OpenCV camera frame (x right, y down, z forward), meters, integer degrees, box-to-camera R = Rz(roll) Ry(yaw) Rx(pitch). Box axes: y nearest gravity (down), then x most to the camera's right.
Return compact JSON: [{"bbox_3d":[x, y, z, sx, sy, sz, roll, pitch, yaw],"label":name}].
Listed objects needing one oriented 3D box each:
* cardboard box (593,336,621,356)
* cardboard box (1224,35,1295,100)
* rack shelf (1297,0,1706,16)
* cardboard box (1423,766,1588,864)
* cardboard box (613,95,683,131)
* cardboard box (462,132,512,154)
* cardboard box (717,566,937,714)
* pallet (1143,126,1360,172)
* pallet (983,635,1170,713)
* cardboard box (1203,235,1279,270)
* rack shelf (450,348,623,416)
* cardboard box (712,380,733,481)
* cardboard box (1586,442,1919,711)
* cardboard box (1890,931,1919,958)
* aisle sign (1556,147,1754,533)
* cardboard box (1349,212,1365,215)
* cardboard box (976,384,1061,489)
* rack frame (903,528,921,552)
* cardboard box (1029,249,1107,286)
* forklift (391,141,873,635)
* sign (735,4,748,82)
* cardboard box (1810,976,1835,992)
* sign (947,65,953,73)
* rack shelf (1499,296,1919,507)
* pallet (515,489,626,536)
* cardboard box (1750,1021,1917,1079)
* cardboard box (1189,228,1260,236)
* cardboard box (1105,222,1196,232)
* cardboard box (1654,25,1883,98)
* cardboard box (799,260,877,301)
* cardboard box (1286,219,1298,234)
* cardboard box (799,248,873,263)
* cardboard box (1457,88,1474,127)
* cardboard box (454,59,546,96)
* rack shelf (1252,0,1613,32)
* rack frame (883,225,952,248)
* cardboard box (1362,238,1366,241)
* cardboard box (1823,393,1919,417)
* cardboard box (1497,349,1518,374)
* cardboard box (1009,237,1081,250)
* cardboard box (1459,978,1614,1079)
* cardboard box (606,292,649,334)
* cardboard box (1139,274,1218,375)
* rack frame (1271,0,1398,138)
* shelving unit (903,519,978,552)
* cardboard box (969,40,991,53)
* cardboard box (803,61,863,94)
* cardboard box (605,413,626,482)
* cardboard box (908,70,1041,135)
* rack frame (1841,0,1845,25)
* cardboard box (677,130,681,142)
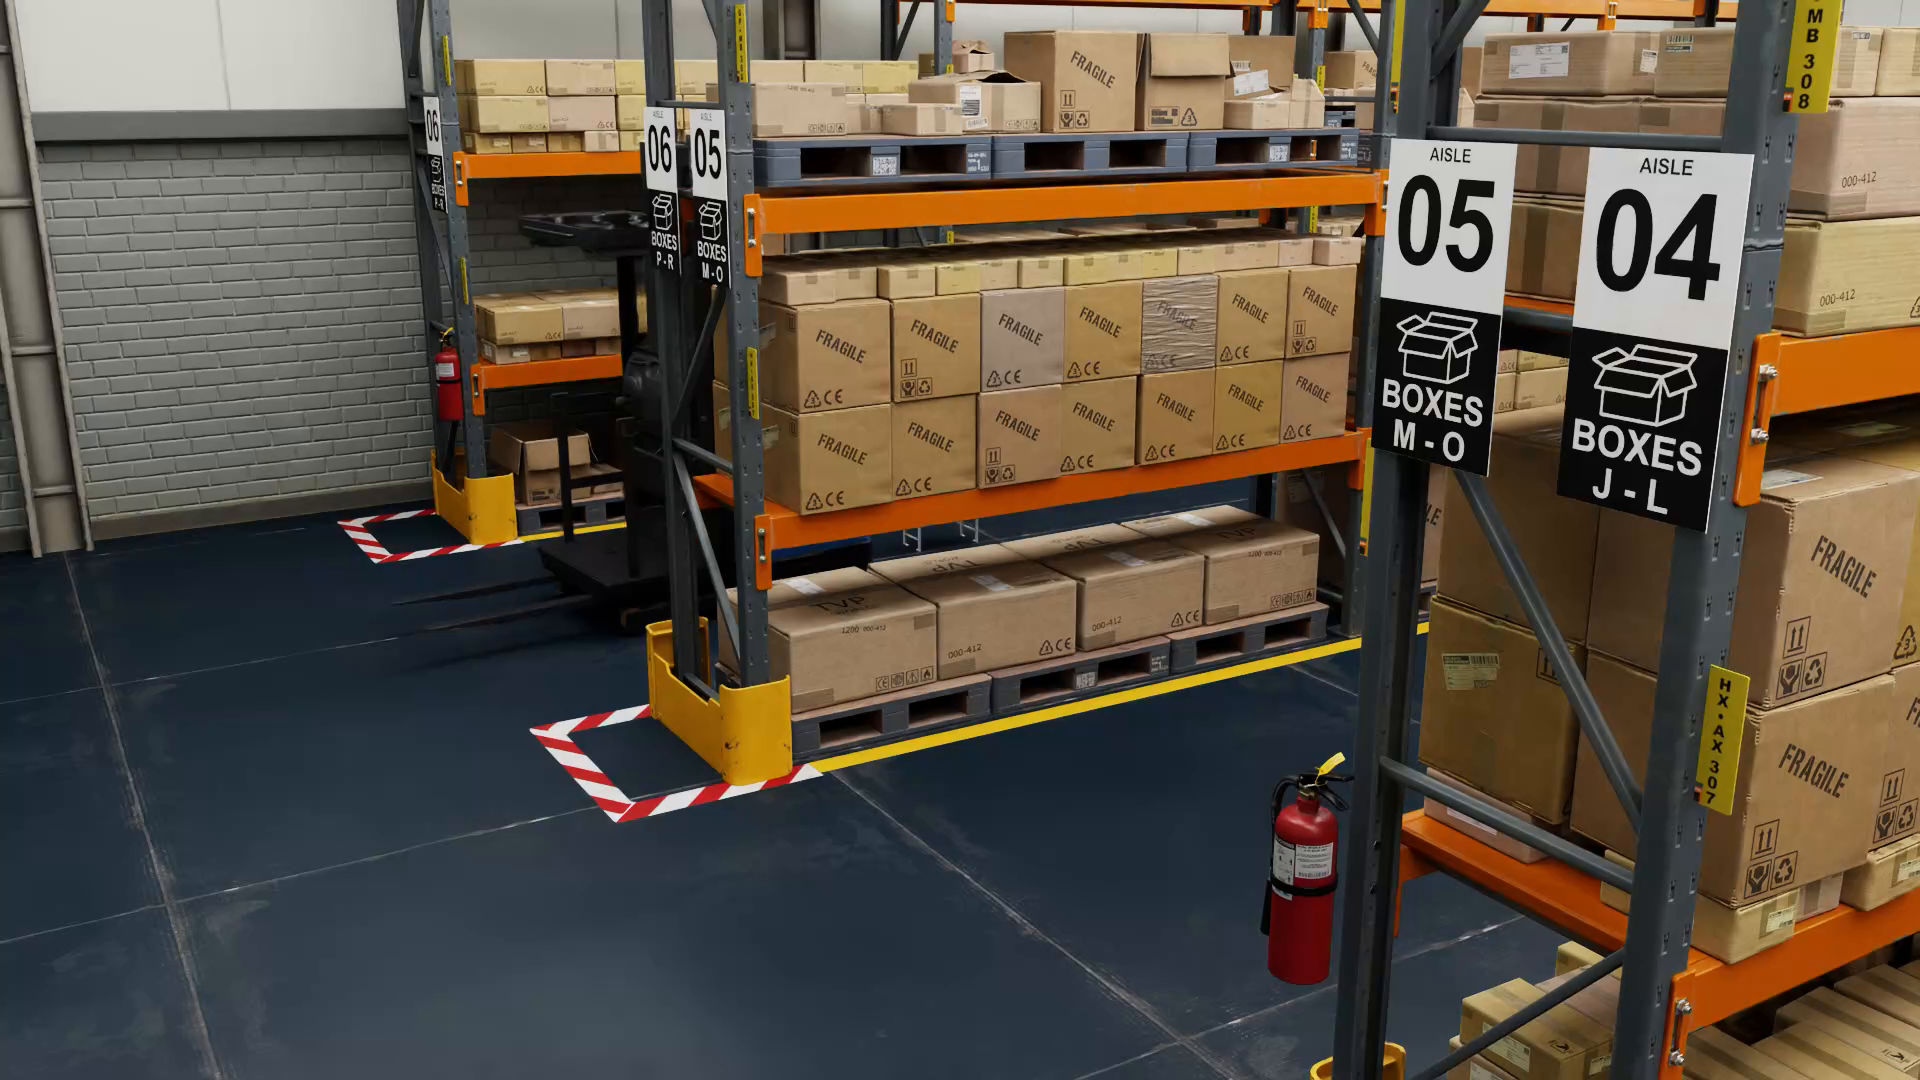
[{"bbox_3d":[-2.725,-1.519,12.736,0.250,0.149,0.380,-9,18,-28],"label":"cardboard box"},{"bbox_3d":[1.578,-2.664,9.649,0.500,0.500,0.500,-9,18,-29],"label":"cardboard box"},{"bbox_3d":[3.905,-3.582,10.589,4.000,0.370,1.077,-9,18,-30],"label":"rack shelf"},{"bbox_3d":[1.532,0.743,4.666,0.250,0.149,0.380,-9,18,-30],"label":"cardboard box"},{"bbox_3d":[-2.406,-3.203,12.450,0.500,0.250,0.500,-10,18,-31],"label":"cardboard box"},{"bbox_3d":[-3.405,-2.860,11.963,0.250,0.149,0.380,-9,18,-29],"label":"cardboard box"},{"bbox_3d":[-0.724,0.519,8.972,0.875,0.438,0.875,-10,18,-32],"label":"cardboard box"},{"bbox_3d":[1.484,-2.244,9.466,1.213,0.211,1.003,-9,18,-30],"label":"pallet"},{"bbox_3d":[0.452,0.647,9.711,1.213,0.211,1.003,-9,18,-30],"label":"pallet"},{"bbox_3d":[1.590,-1.636,9.448,0.250,0.149,0.380,-9,18,-30],"label":"cardboard box"},{"bbox_3d":[-2.083,-1.478,13.456,4.000,0.370,1.077,-9,18,-30],"label":"rack shelf"},{"bbox_3d":[-0.961,-0.575,8.717,0.500,0.500,0.500,-9,18,-29],"label":"cardboard box"},{"bbox_3d":[1.919,0.059,4.052,0.500,0.500,0.500,-9,18,-30],"label":"cardboard box"},{"bbox_3d":[3.072,1.272,5.715,0.250,0.149,0.380,-9,18,-29],"label":"cardboard box"},{"bbox_3d":[1.490,-0.439,3.602,0.004,0.787,0.394,-9,18,-30],"label":"aisle sign"},{"bbox_3d":[4.264,-3.317,17.299,0.250,0.149,0.380,-10,18,-31],"label":"cardboard box"},{"bbox_3d":[0.186,-0.590,8.771,0.500,0.500,0.500,-9,18,-30],"label":"cardboard box"},{"bbox_3d":[-0.351,-0.521,12.045,0.015,1.200,0.240,-9,18,-30],"label":"rack frame"},{"bbox_3d":[0.560,-1.431,8.718,0.250,0.149,0.380,-10,18,-31],"label":"cardboard box"},{"bbox_3d":[-2.085,-0.985,10.493,3.031,2.935,1.130,-11,19,-35],"label":"forklift"},{"bbox_3d":[-0.957,-2.172,7.278,0.005,0.325,0.100,-9,18,-30],"label":"sign"},{"bbox_3d":[2.814,1.442,5.661,0.250,0.149,0.380,-8,18,-27],"label":"cardboard box"},{"bbox_3d":[-0.083,-3.671,13.432,0.005,0.325,0.100,-9,18,-30],"label":"sign"},{"bbox_3d":[3.112,-0.643,4.921,4.000,0.370,1.077,-9,18,-30],"label":"rack shelf"},{"bbox_3d":[-3.050,-0.325,13.178,1.213,0.211,1.003,-9,18,-30],"label":"pallet"},{"bbox_3d":[2.478,1.551,4.719,0.250,0.149,0.380,-9,18,-30],"label":"cardboard box"},{"bbox_3d":[1.575,-1.773,9.937,0.250,0.149,0.380,-9,18,-29],"label":"cardboard box"},{"bbox_3d":[1.756,-2.640,15.302,0.637,0.503,0.797,-10,18,-31],"label":"cardboard box"},{"bbox_3d":[1.793,-1.064,3.704,0.250,0.149,0.380,-9,18,-30],"label":"cardboard box"},{"bbox_3d":[-0.603,-1.278,8.173,0.250,0.149,0.380,-9,18,-28],"label":"cardboard box"},{"bbox_3d":[3.235,-3.111,16.562,0.250,0.149,0.380,-9,18,-28],"label":"cardboard box"},{"bbox_3d":[-0.650,-1.432,8.723,0.250,0.149,0.380,-9,18,-30],"label":"cardboard box"},{"bbox_3d":[2.800,-2.525,9.772,0.258,0.266,0.396,-9,18,-30],"label":"cardboard box"},{"bbox_3d":[-3.288,-3.306,11.888,0.500,0.250,0.500,-9,18,-30],"label":"cardboard box"},{"bbox_3d":[4.774,-5.286,16.668,4.000,0.370,1.077,-9,18,-30],"label":"rack shelf"},{"bbox_3d":[-0.369,-2.102,14.351,0.127,3.000,1.000,-9,18,-30],"label":"rack frame"},{"bbox_3d":[3.996,-2.901,16.553,0.500,0.250,0.500,-9,18,-28],"label":"cardboard box"},{"bbox_3d":[2.537,-0.206,4.997,0.500,0.500,0.500,-8,18,-27],"label":"cardboard box"},{"bbox_3d":[3.146,-1.198,10.476,0.500,0.250,0.500,-9,18,-29],"label":"cardboard box"},{"bbox_3d":[0.471,-1.605,9.338,0.250,0.149,0.380,-9,18,-30],"label":"cardboard box"},{"bbox_3d":[1.721,1.485,4.957,0.250,0.149,0.380,-9,18,-29],"label":"cardboard box"},{"bbox_3d":[-2.405,-1.759,12.855,0.500,0.250,0.500,-10,18,-31],"label":"cardboard box"},{"bbox_3d":[1.058,-1.213,9.141,0.500,0.500,0.500,-9,18,-29],"label":"cardboard box"},{"bbox_3d":[2.191,-3.843,9.446,0.127,3.000,1.000,-9,18,-30],"label":"rack frame"},{"bbox_3d":[-0.142,-0.555,12.166,0.503,1.200,0.258,-9,18,-30],"label":"shelving unit"},{"bbox_3d":[0.068,-4.121,14.181,0.258,0.266,0.396,-9,18,-30],"label":"cardboard box"},{"bbox_3d":[-1.108,-3.660,13.151,0.500,0.250,0.500,-10,18,-31],"label":"cardboard box"},{"bbox_3d":[-2.472,-0.718,13.265,0.500,0.500,0.700,-8,18,-27],"label":"cardboard box"},{"bbox_3d":[0.071,-2.246,8.511,0.500,0.311,0.500,-9,18,-29],"label":"cardboard box"},{"bbox_3d":[9.917,-6.659,19.492,0.127,3.000,1.000,-9,18,-30],"label":"rack frame"},{"bbox_3d":[-2.297,-3.032,12.576,0.250,0.149,0.380,-9,18,-30],"label":"cardboard box"}]
